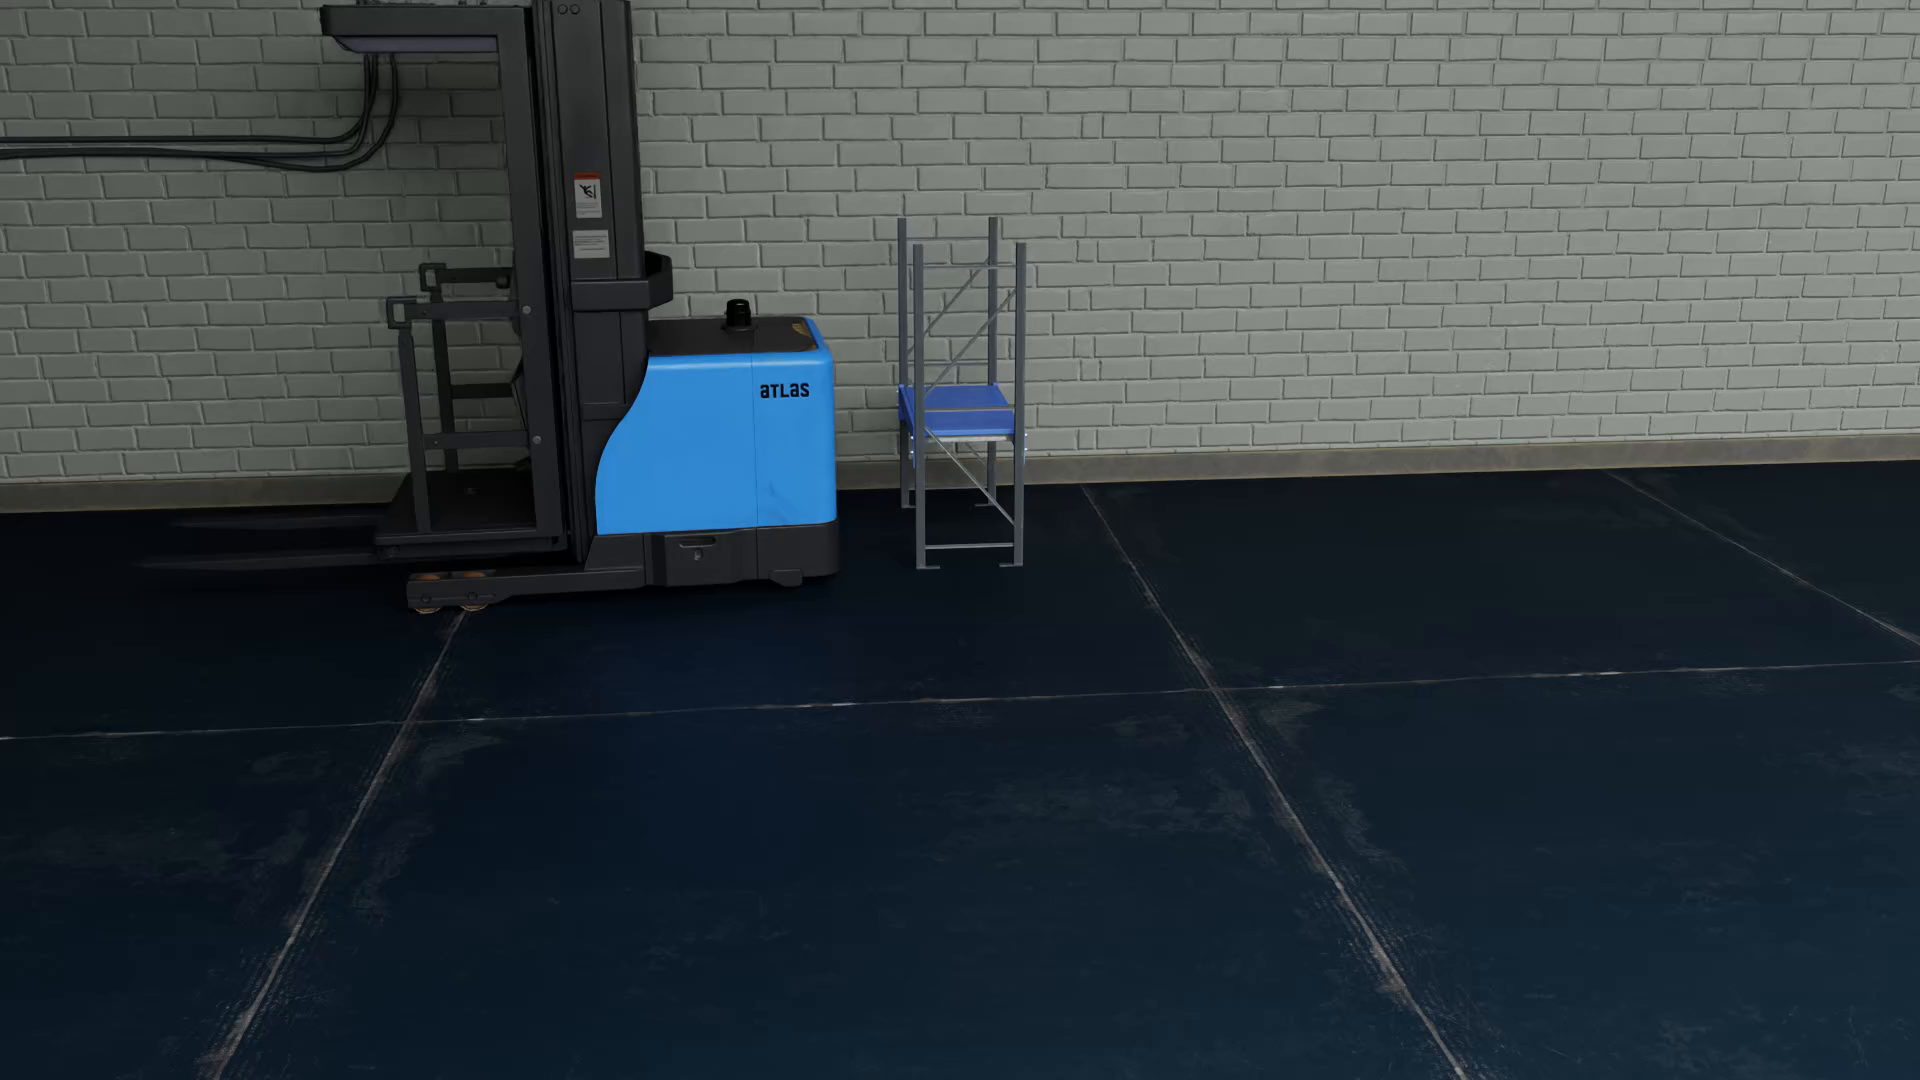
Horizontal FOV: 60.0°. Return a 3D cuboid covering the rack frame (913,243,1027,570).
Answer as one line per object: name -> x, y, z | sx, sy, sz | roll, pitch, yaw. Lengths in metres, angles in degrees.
rack frame -> 0.044, -0.590, 7.551 | 0.500, 1.500, 0.032 | -2, 18, -6

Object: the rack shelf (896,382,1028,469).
rack shelf -> -0.009, -0.569, 8.087 | 0.538, 0.185, 1.000 | -2, 18, -6

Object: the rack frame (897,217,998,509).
rack frame -> -0.061, -0.892, 8.516 | 0.500, 1.500, 0.032 | -2, 18, -6

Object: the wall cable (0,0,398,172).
wall cable -> -4.304, -2.963, 7.776 | 3.097, 2.526, 0.112 | -2, 18, -6

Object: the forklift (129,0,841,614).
forklift -> -2.105, -1.251, 7.270 | 3.031, 2.935, 1.130 | -3, 18, -9

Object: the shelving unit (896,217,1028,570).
shelving unit -> -0.009, -0.741, 8.033 | 0.538, 1.500, 1.048 | -2, 18, -6
